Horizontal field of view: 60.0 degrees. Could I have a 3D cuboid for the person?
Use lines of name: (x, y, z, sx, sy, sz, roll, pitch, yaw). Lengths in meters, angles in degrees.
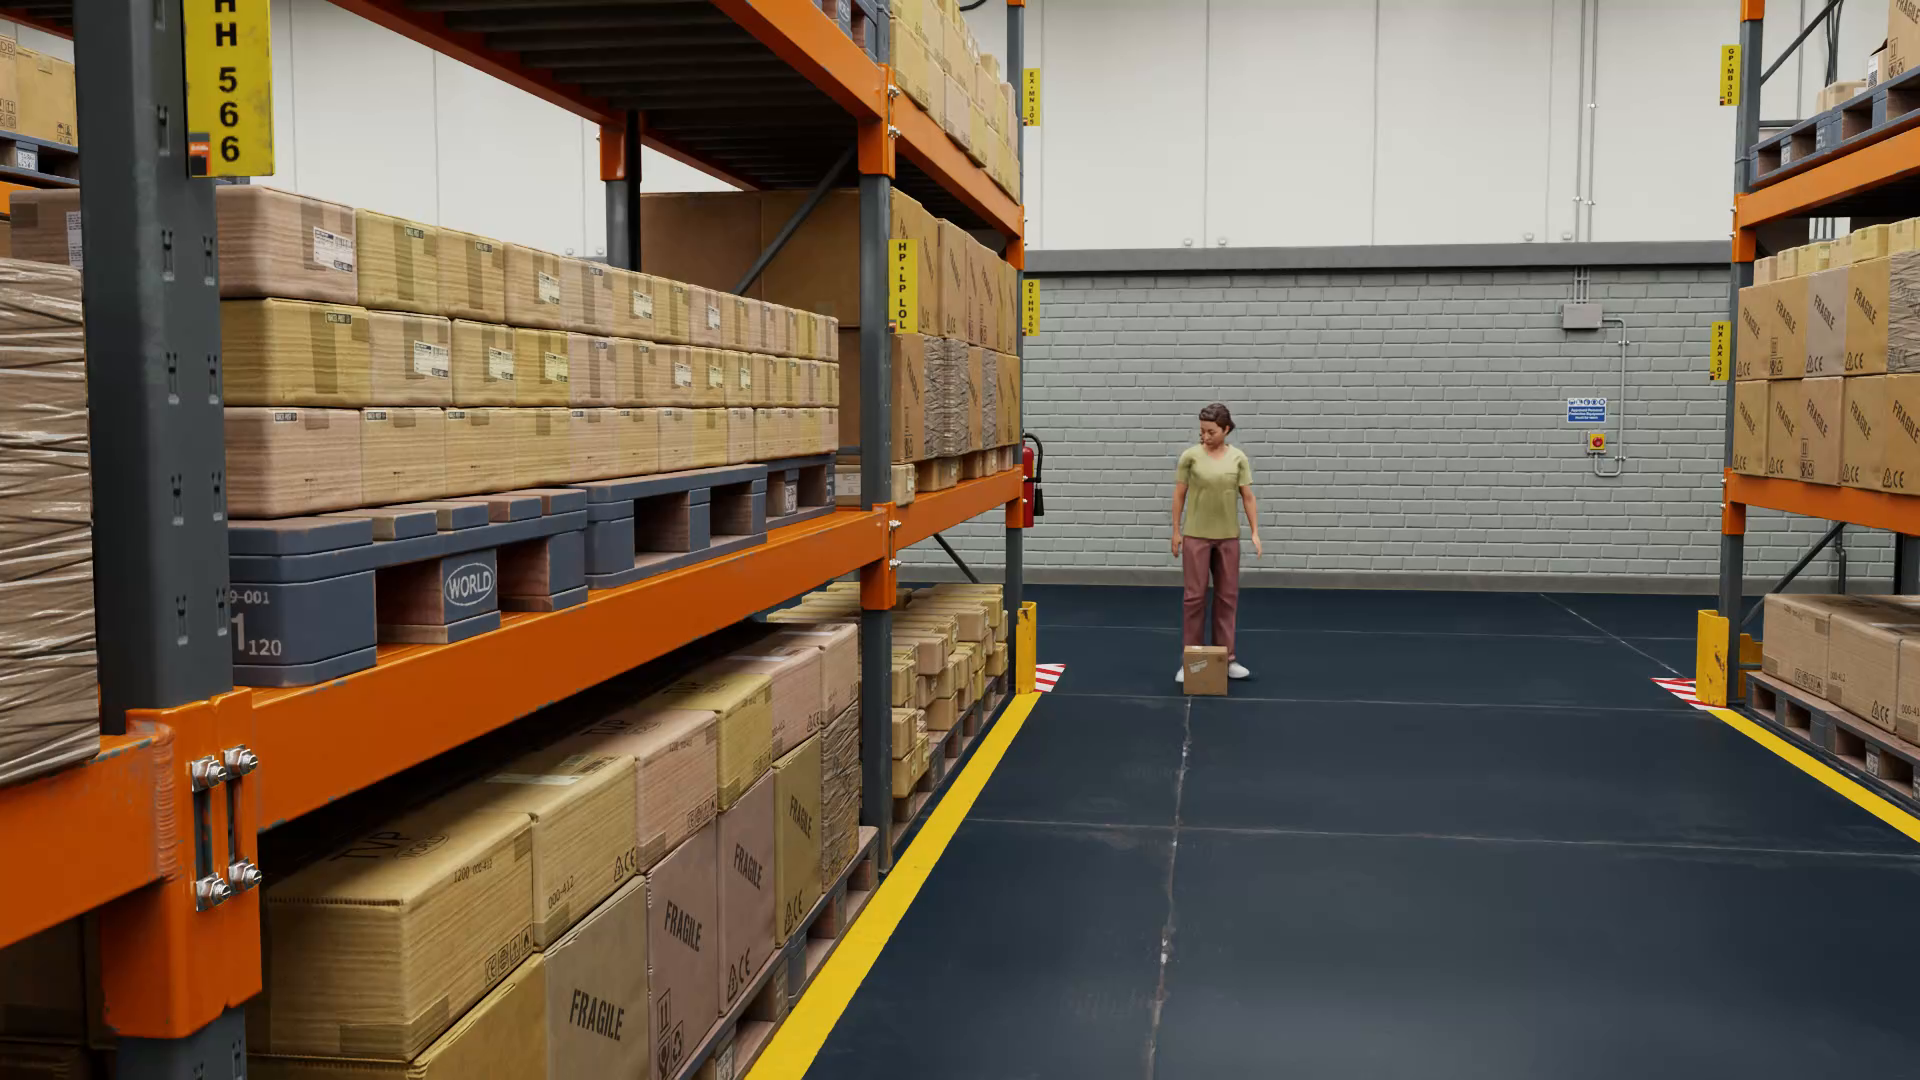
person: (1.565, 0.016, 10.170, 0.534, 1.706, 0.334, -1, 5, -6)
